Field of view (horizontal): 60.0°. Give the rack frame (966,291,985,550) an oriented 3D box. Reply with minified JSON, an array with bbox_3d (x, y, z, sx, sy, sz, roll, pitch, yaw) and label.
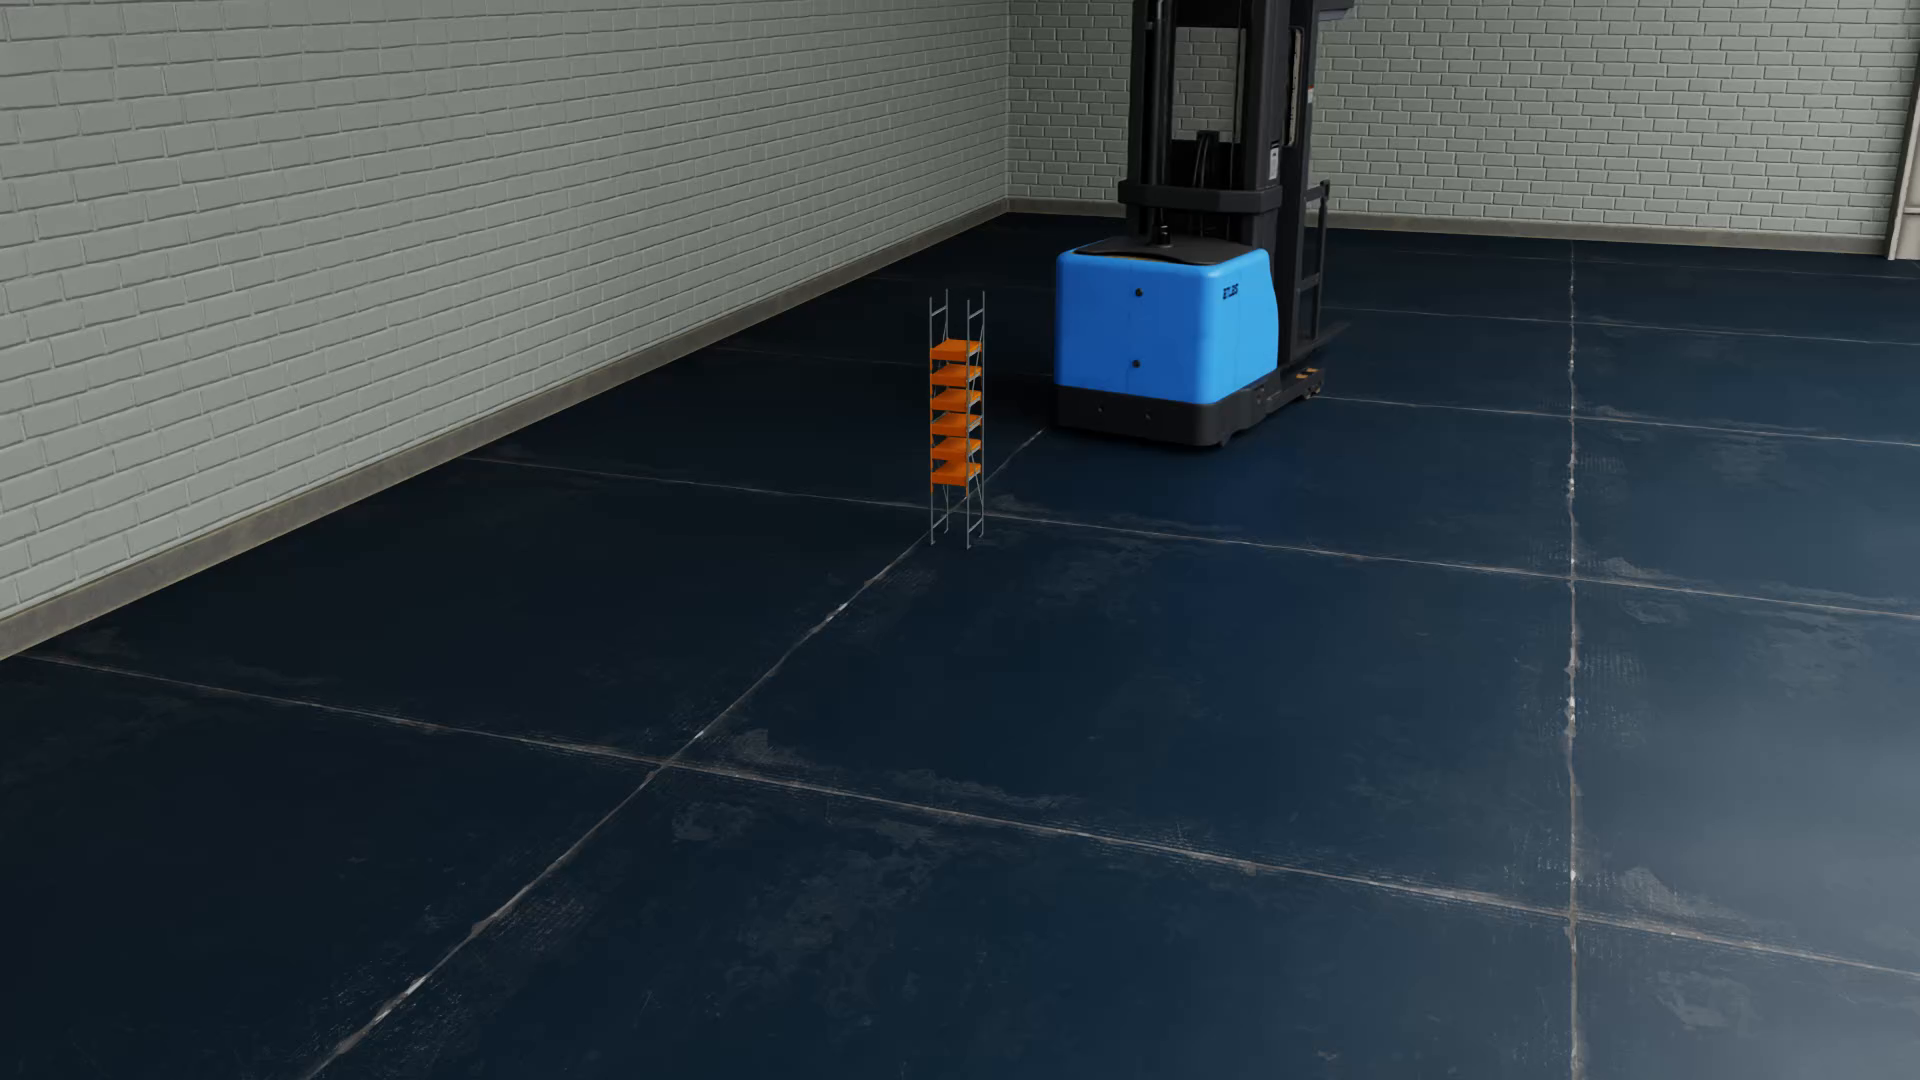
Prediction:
[{"bbox_3d":[0.073,-0.558,7.855,0.006,1.200,0.240,7,20,18],"label":"rack frame"}]

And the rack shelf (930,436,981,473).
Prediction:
[{"bbox_3d":[-0.014,-0.413,7.937,0.180,0.103,0.258,7,20,18],"label":"rack shelf"}]

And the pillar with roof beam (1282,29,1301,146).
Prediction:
[{"bbox_3d":[1.886,-6.225,12.263,0.400,9.000,9.100,7,20,18],"label":"pillar with roof beam"}]

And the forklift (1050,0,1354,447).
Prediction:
[{"bbox_3d":[1.719,-2.348,10.360,1.130,2.935,3.031,11,22,29],"label":"forklift"}]

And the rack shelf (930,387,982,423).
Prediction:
[{"bbox_3d":[-0.014,-0.639,7.858,0.180,0.103,0.258,7,20,18],"label":"rack shelf"}]

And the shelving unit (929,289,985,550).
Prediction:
[{"bbox_3d":[-0.014,-0.568,7.883,0.189,1.200,0.258,7,20,18],"label":"shelving unit"}]

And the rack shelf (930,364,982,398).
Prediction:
[{"bbox_3d":[-0.014,-0.753,7.819,0.180,0.103,0.258,7,20,18],"label":"rack shelf"}]

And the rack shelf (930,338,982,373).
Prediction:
[{"bbox_3d":[-0.014,-0.866,7.779,0.180,0.103,0.258,7,20,18],"label":"rack shelf"}]

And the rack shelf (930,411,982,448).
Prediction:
[{"bbox_3d":[-0.014,-0.526,7.898,0.180,0.103,0.258,7,20,18],"label":"rack shelf"}]

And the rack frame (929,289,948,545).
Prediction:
[{"bbox_3d":[-0.100,-0.578,7.912,0.006,1.200,0.240,7,20,18],"label":"rack frame"}]

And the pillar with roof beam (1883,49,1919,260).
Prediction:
[{"bbox_3d":[7.553,-5.577,10.403,0.400,9.000,9.100,7,20,18],"label":"pillar with roof beam"}]

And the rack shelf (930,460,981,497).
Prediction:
[{"bbox_3d":[-0.014,-0.300,7.977,0.180,0.103,0.258,7,20,18],"label":"rack shelf"}]
